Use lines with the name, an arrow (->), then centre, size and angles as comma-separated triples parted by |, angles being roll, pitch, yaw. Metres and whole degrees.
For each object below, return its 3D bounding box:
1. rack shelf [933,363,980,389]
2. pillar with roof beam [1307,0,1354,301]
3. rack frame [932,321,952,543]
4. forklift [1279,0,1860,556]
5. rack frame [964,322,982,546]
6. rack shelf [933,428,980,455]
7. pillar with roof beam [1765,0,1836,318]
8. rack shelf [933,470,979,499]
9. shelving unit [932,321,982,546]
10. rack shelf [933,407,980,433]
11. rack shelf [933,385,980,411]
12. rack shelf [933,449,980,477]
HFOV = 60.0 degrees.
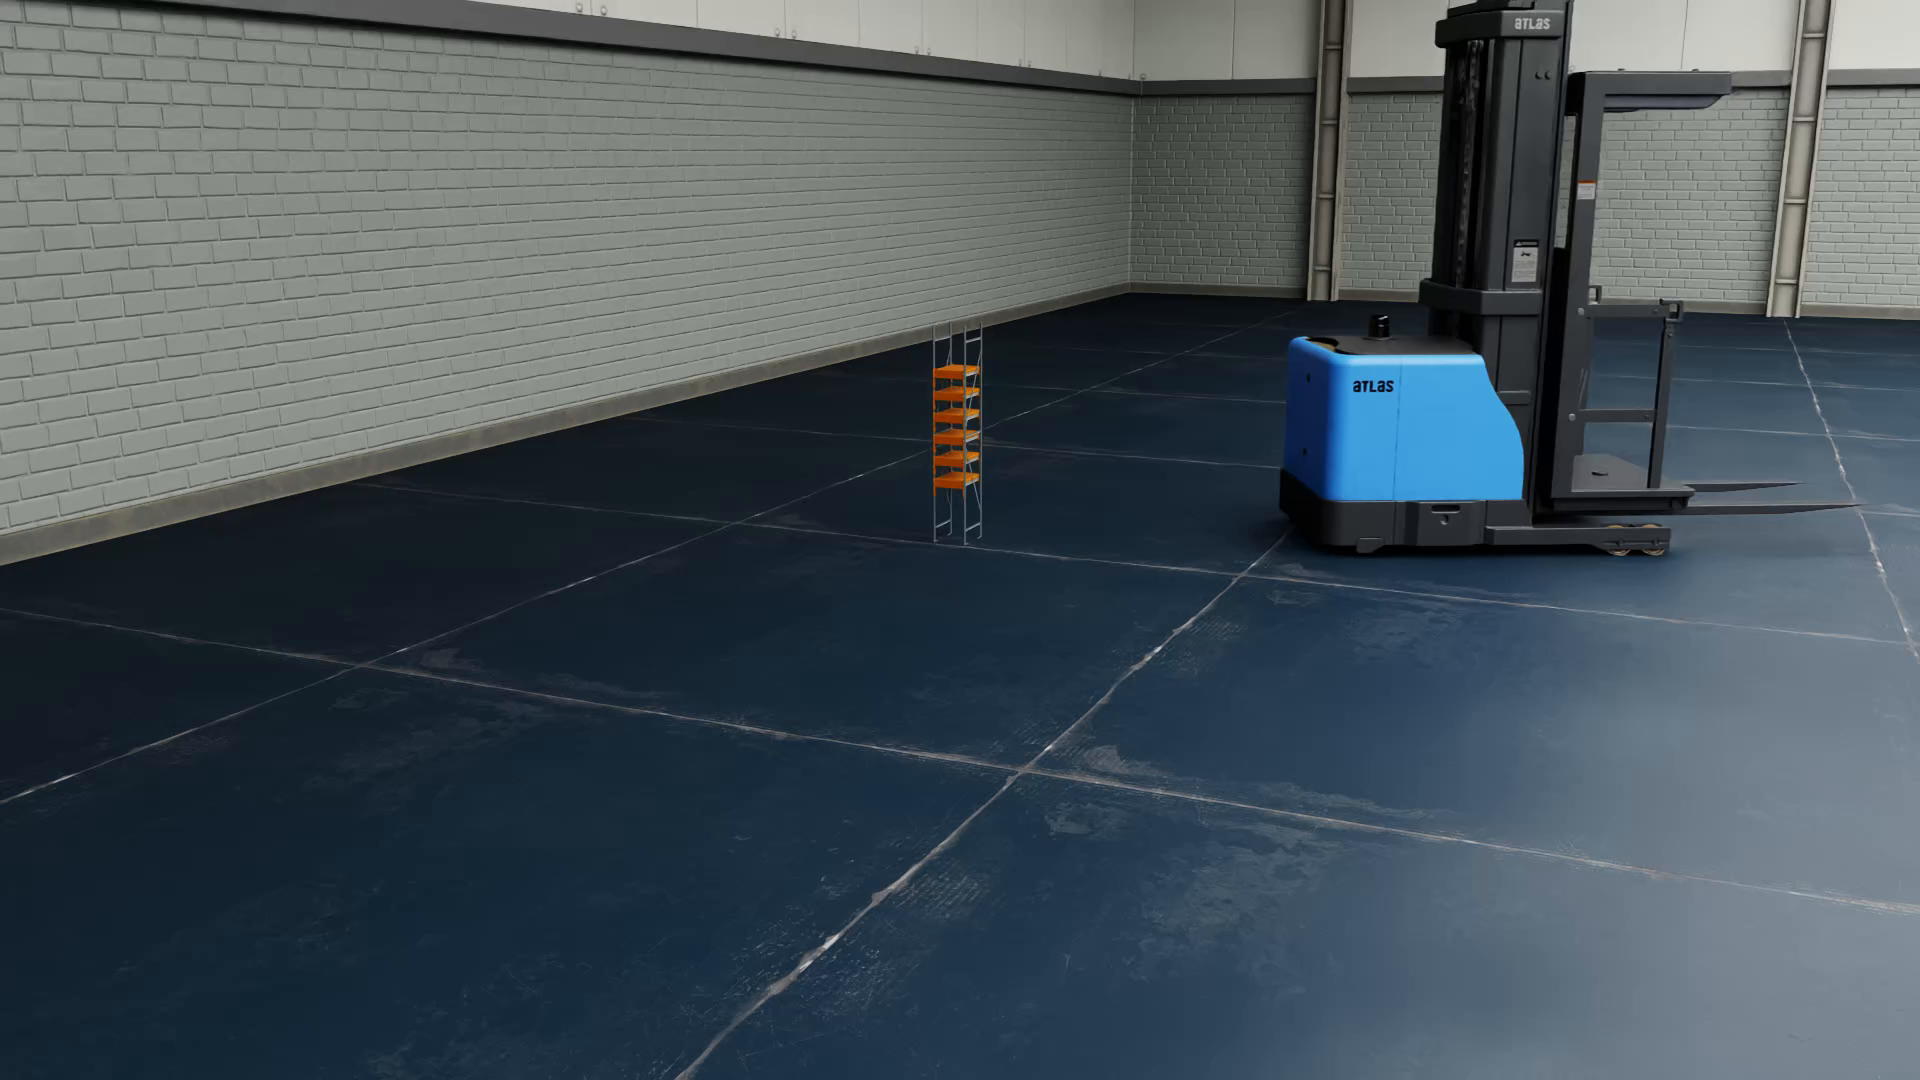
rack shelf -> -0.013, -0.893, 9.051 | 0.180, 0.103, 0.258 | 6, 14, 23
pillar with roof beam -> 3.505, -6.959, 19.213 | 0.400, 9.000, 9.100 | 6, 14, 23
rack frame -> -0.097, -0.594, 9.160 | 0.006, 1.200, 0.240 | 6, 14, 23
forklift -> 3.402, -1.462, 9.068 | 3.031, 2.935, 1.130 | -1, 13, -3
rack frame -> 0.070, -0.577, 9.087 | 0.006, 1.200, 0.240 | 6, 14, 23
rack shelf -> -0.013, -0.542, 9.134 | 0.180, 0.103, 0.258 | 6, 14, 23
pillar with roof beam -> 8.990, -6.404, 16.847 | 0.400, 9.000, 9.100 | 6, 14, 23
rack shelf -> -0.013, -0.309, 9.188 | 0.180, 0.103, 0.258 | 6, 14, 23
shelving unit -> -0.013, -0.585, 9.123 | 0.189, 1.200, 0.258 | 6, 14, 23
rack shelf -> -0.013, -0.659, 9.106 | 0.180, 0.103, 0.258 | 6, 14, 23
rack shelf -> -0.013, -0.776, 9.079 | 0.180, 0.103, 0.258 | 6, 14, 23
rack shelf -> -0.013, -0.425, 9.161 | 0.180, 0.103, 0.258 | 6, 14, 23
